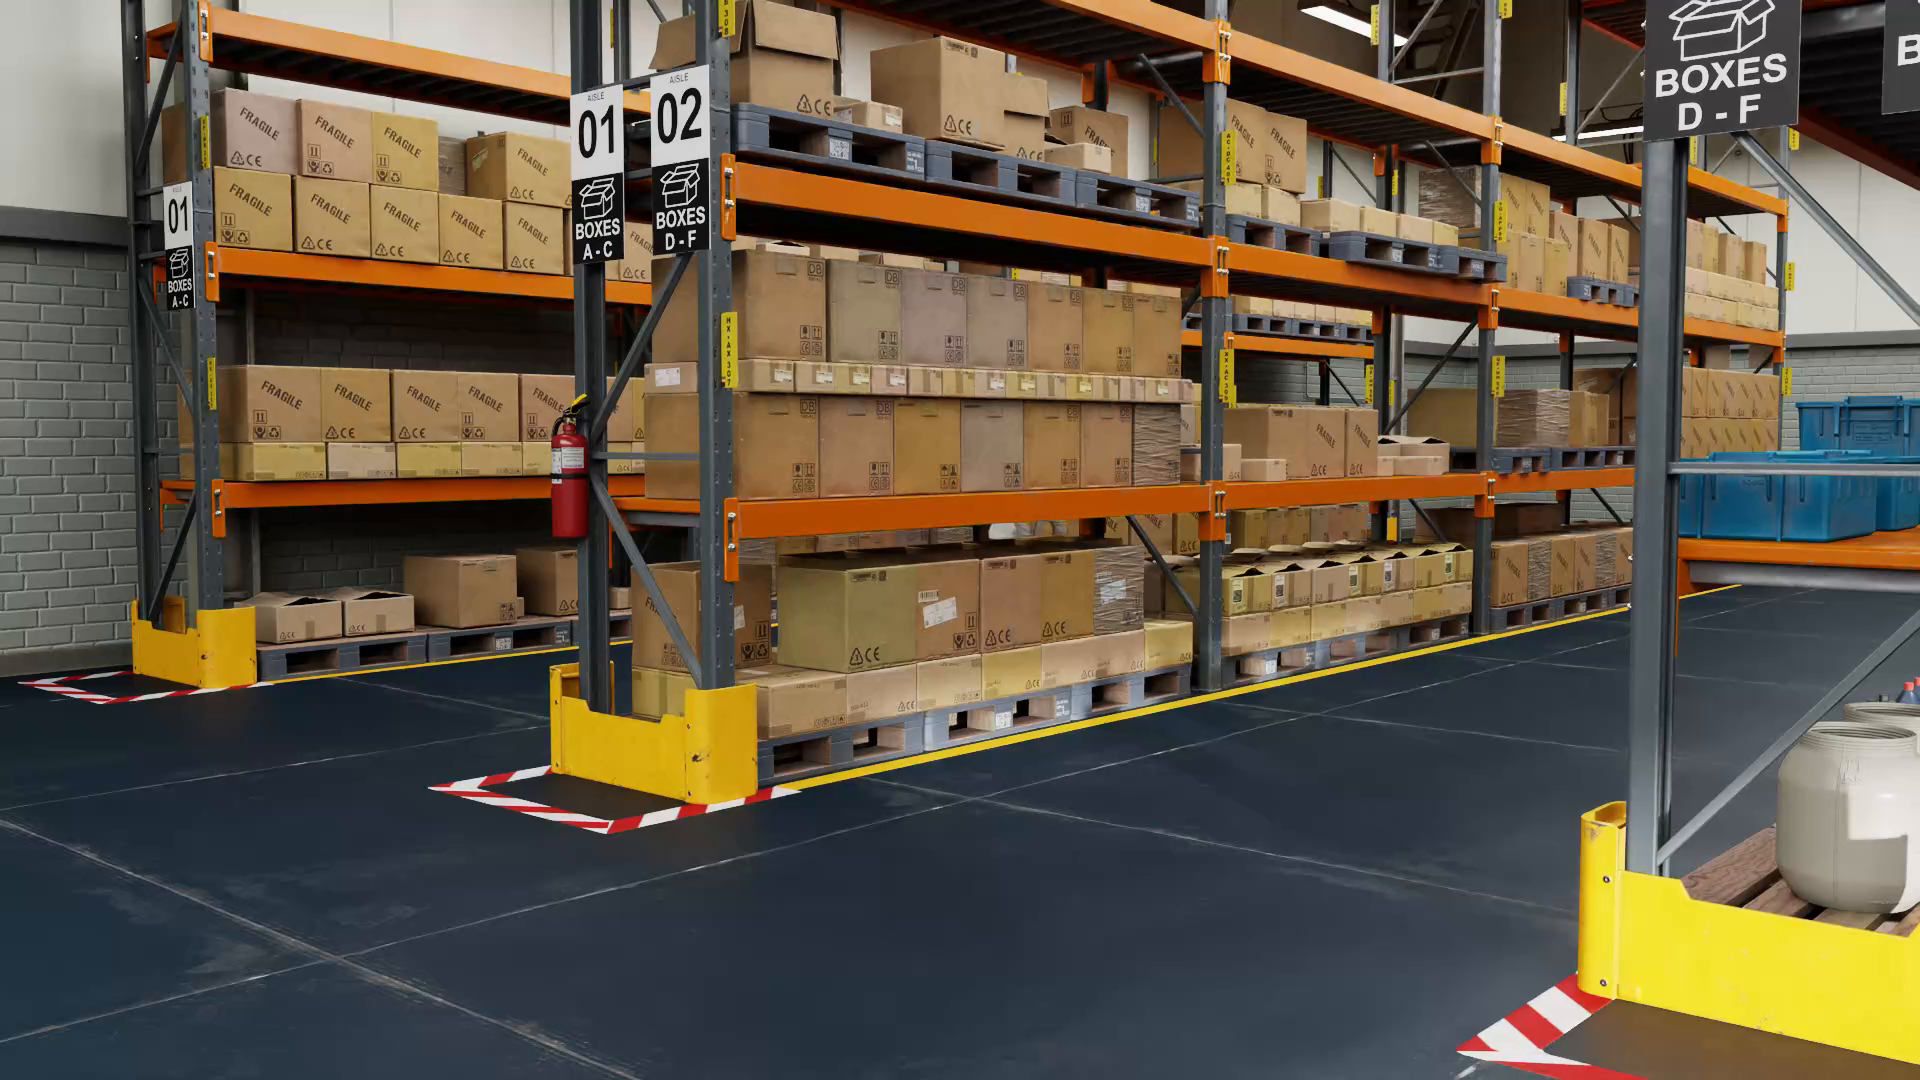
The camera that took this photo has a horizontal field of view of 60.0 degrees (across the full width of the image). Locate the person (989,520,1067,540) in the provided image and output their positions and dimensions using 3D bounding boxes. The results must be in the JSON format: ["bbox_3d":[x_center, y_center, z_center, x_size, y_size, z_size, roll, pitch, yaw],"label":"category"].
[{"bbox_3d":[0.579,0.024,12.935,0.671,1.559,0.588,3,5,41],"label":"person"}]
